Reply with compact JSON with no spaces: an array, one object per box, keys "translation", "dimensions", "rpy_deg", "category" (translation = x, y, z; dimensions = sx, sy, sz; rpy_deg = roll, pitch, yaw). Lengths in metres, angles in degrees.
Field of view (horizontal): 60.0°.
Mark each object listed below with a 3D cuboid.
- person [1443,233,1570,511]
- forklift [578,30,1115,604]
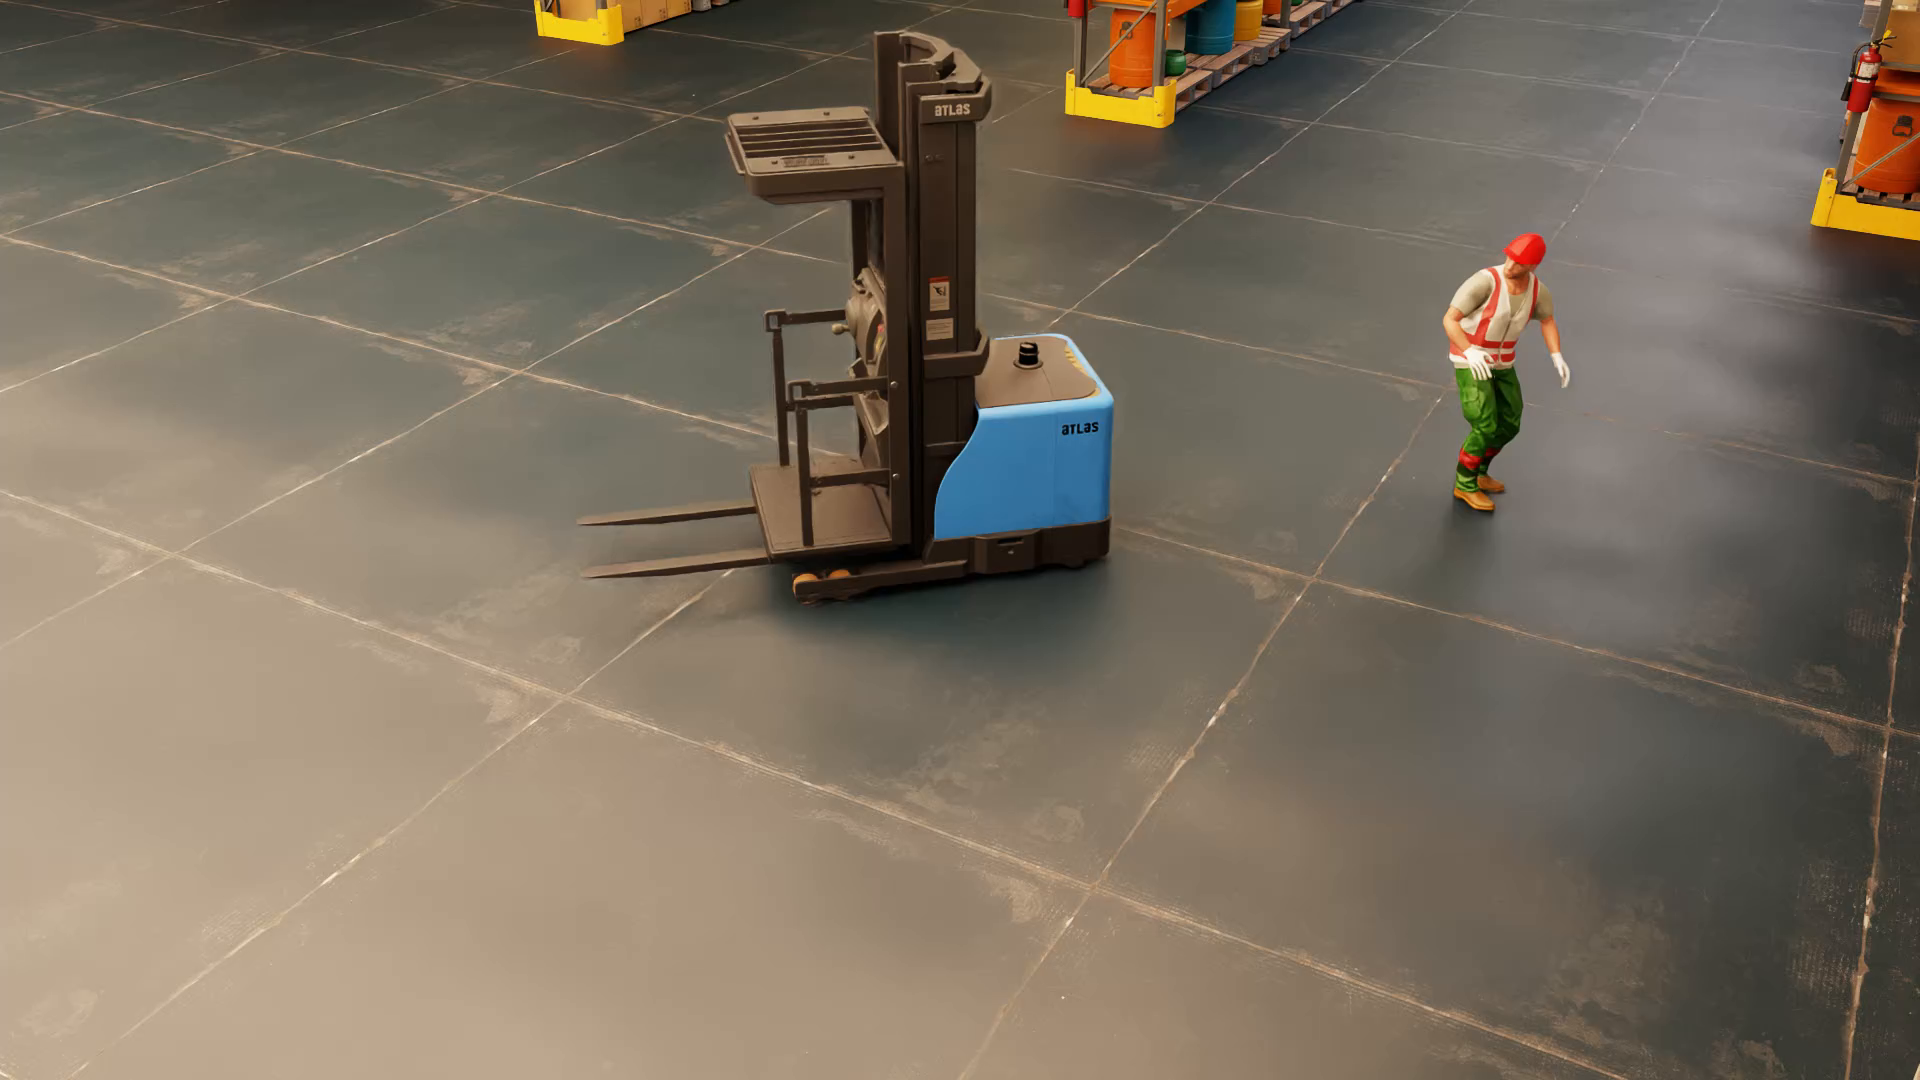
[{"translation":[3.283,-1.043,10.105],"dimensions":[0.763,1.728,0.520],"rpy_deg":[-13,32,-21],"category":"person"},{"translation":[-0.695,-1.201,9.151],"dimensions":[3.031,2.935,1.130],"rpy_deg":[-6,31,-11],"category":"forklift"}]
